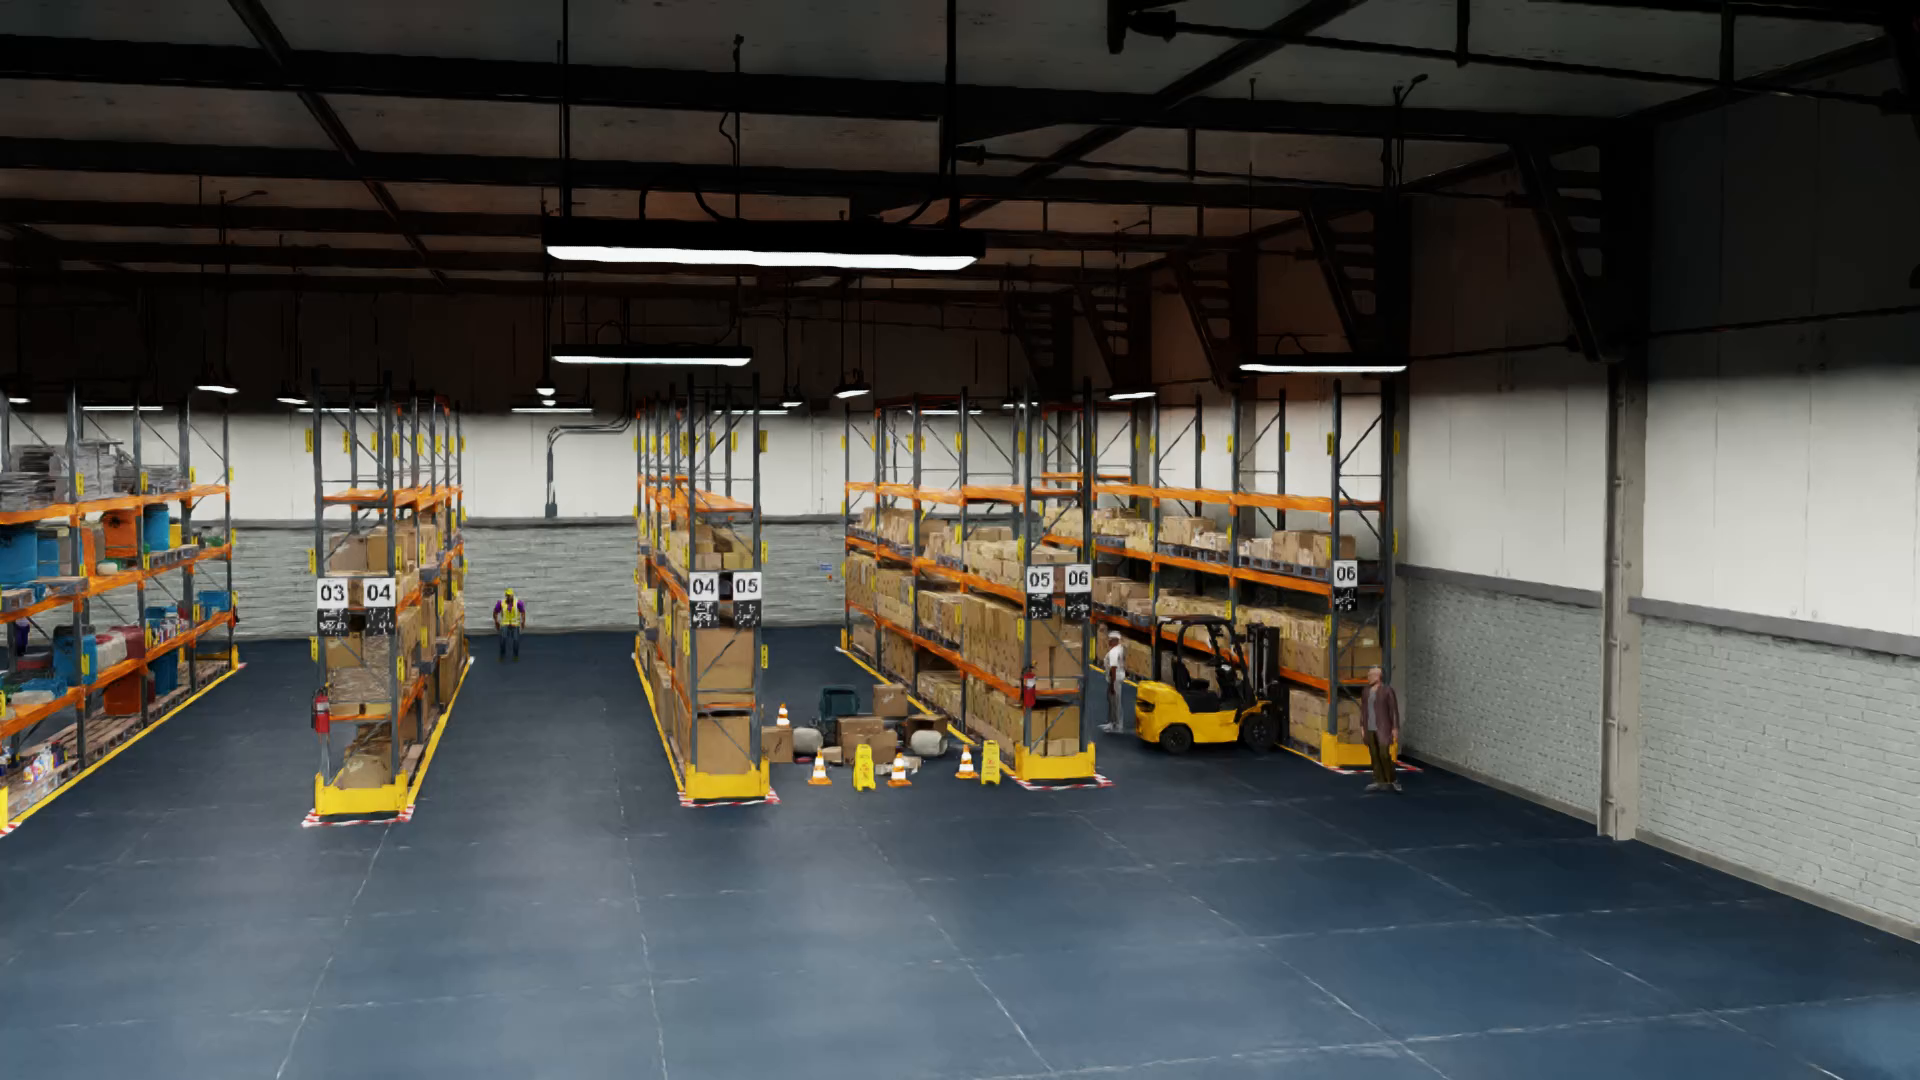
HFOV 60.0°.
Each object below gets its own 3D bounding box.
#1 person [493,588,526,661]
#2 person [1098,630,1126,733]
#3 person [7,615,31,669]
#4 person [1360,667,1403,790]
[{"bbox_3d":[-10.365,1.945,38.263,0.719,1.714,0.578,-1,3,-16],"label":"person"},{"bbox_3d":[2.631,2.440,28.836,0.498,1.765,0.625,1,3,16],"label":"person"},{"bbox_3d":[-20.945,2.133,37.030,0.418,1.463,0.503,1,3,19],"label":"person"},{"bbox_3d":[6.058,2.720,23.969,0.457,1.772,0.665,-3,5,-43],"label":"person"}]
